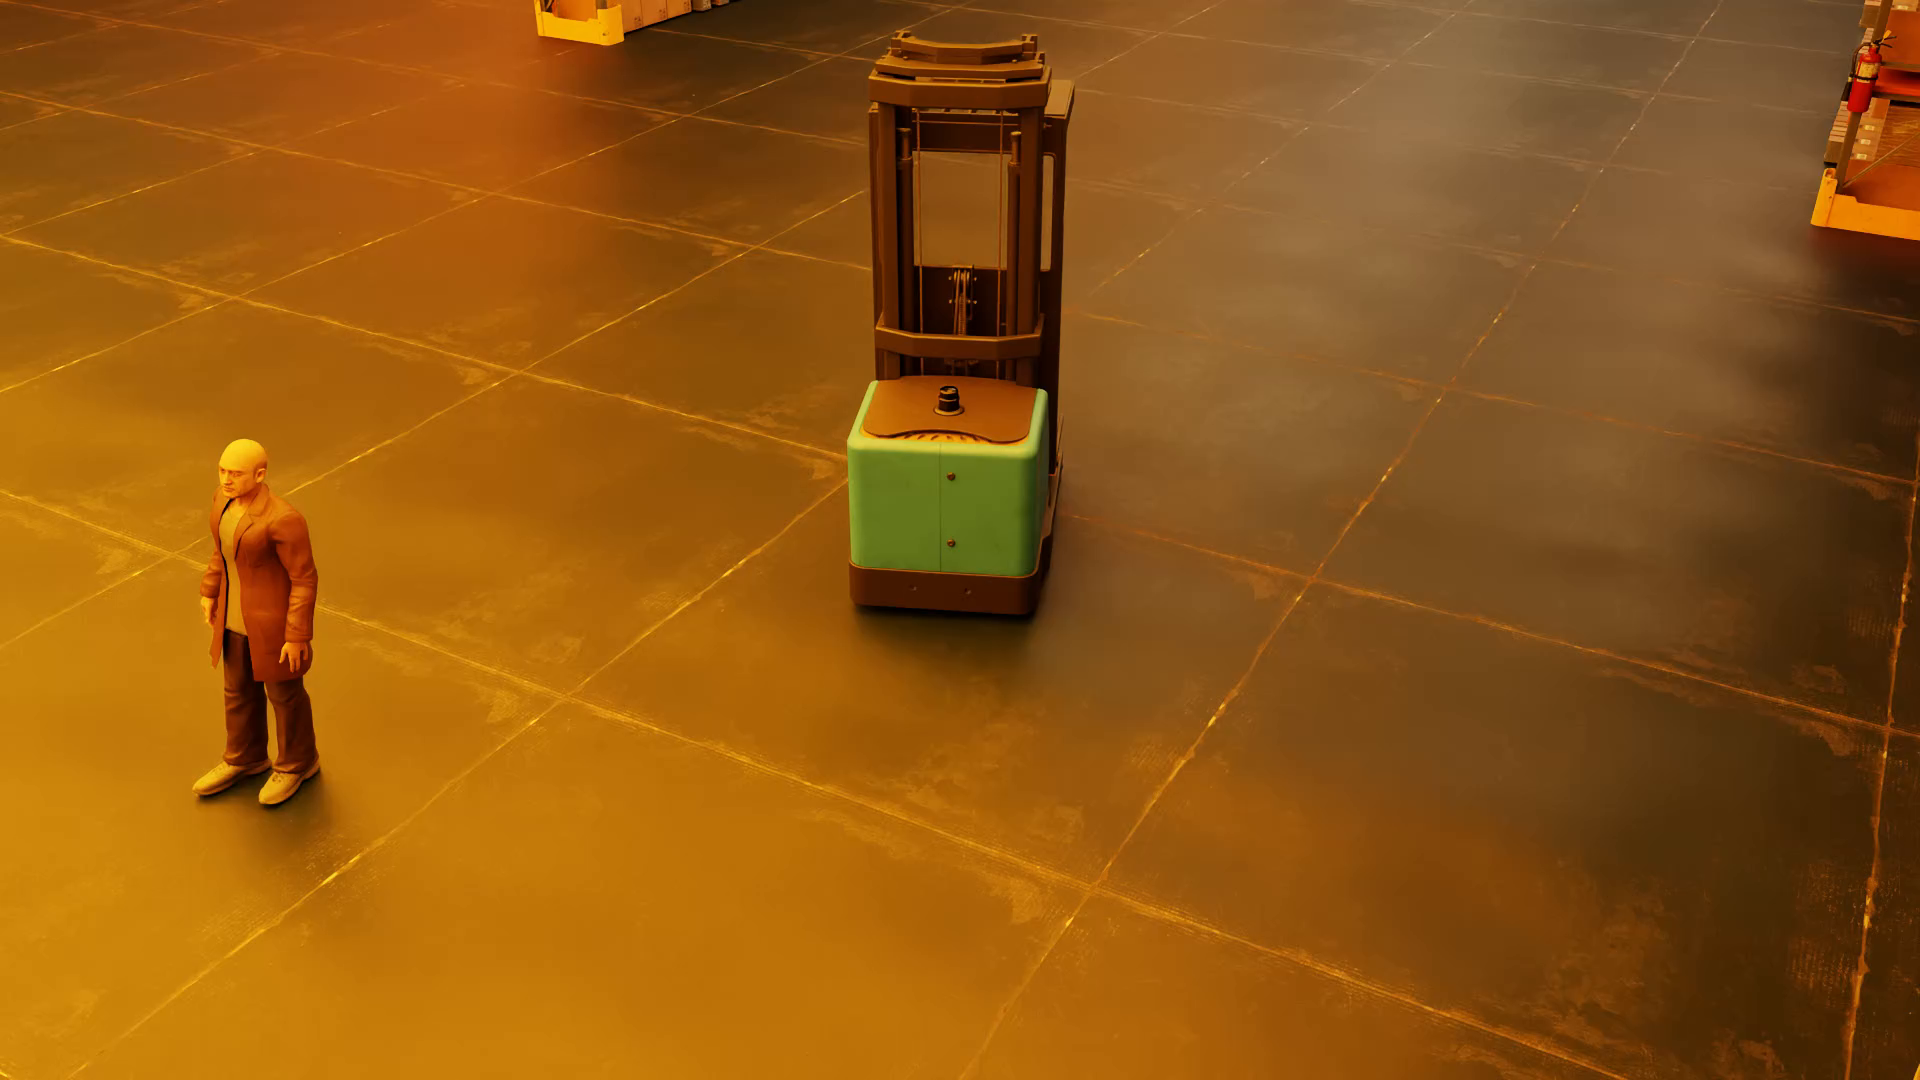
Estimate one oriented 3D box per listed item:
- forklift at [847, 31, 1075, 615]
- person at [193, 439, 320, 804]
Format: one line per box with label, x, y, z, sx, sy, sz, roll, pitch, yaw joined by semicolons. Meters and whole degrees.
forklift;0.072;-1.572;9.794;1.130;2.935;3.031;3;30;6
person;-3.228;0.402;7.514;0.697;1.775;0.582;17;34;27
